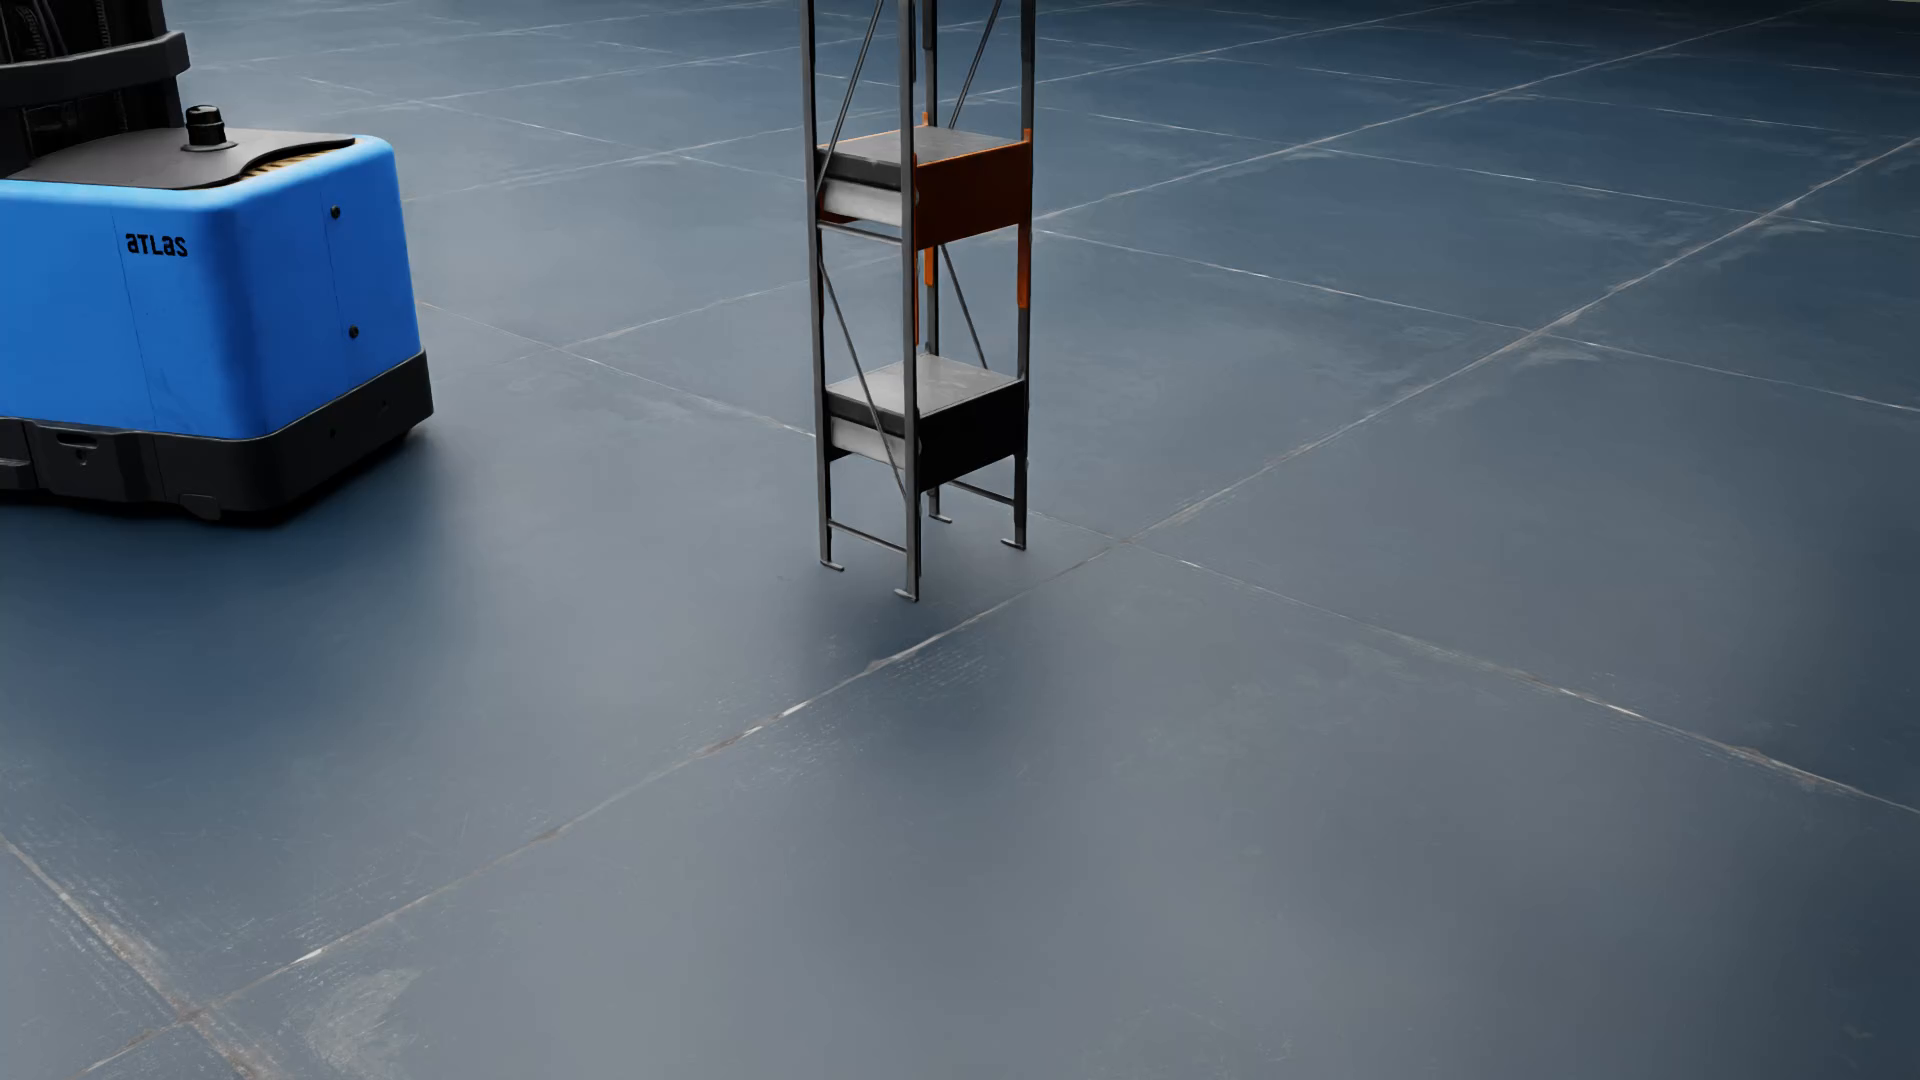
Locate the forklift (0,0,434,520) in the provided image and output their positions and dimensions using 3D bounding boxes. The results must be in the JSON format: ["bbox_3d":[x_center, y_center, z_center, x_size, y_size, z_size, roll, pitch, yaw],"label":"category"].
[{"bbox_3d":[-3.510,-1.717,5.496,3.031,2.935,1.130,6,25,13],"label":"forklift"}]

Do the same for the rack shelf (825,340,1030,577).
[{"bbox_3d":[-0.110,-0.256,5.000,0.431,0.518,0.480,20,31,38],"label":"rack shelf"}]

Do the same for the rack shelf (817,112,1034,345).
[{"bbox_3d":[-0.110,-0.895,4.714,0.431,0.518,0.480,20,31,38],"label":"rack shelf"}]

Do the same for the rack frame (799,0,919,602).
[{"bbox_3d":[-0.273,-0.833,4.542,0.400,2.100,0.015,20,31,38],"label":"rack frame"}]

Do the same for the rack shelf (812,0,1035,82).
[{"bbox_3d":[-0.110,-1.534,4.427,0.431,0.518,0.480,20,31,38],"label":"rack shelf"}]

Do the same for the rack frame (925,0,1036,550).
[{"bbox_3d":[0.052,-0.982,4.874,0.400,2.100,0.015,20,31,38],"label":"rack frame"}]

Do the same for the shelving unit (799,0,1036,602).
[{"bbox_3d":[-0.110,-0.908,4.708,0.431,2.100,0.503,20,31,38],"label":"shelving unit"}]
